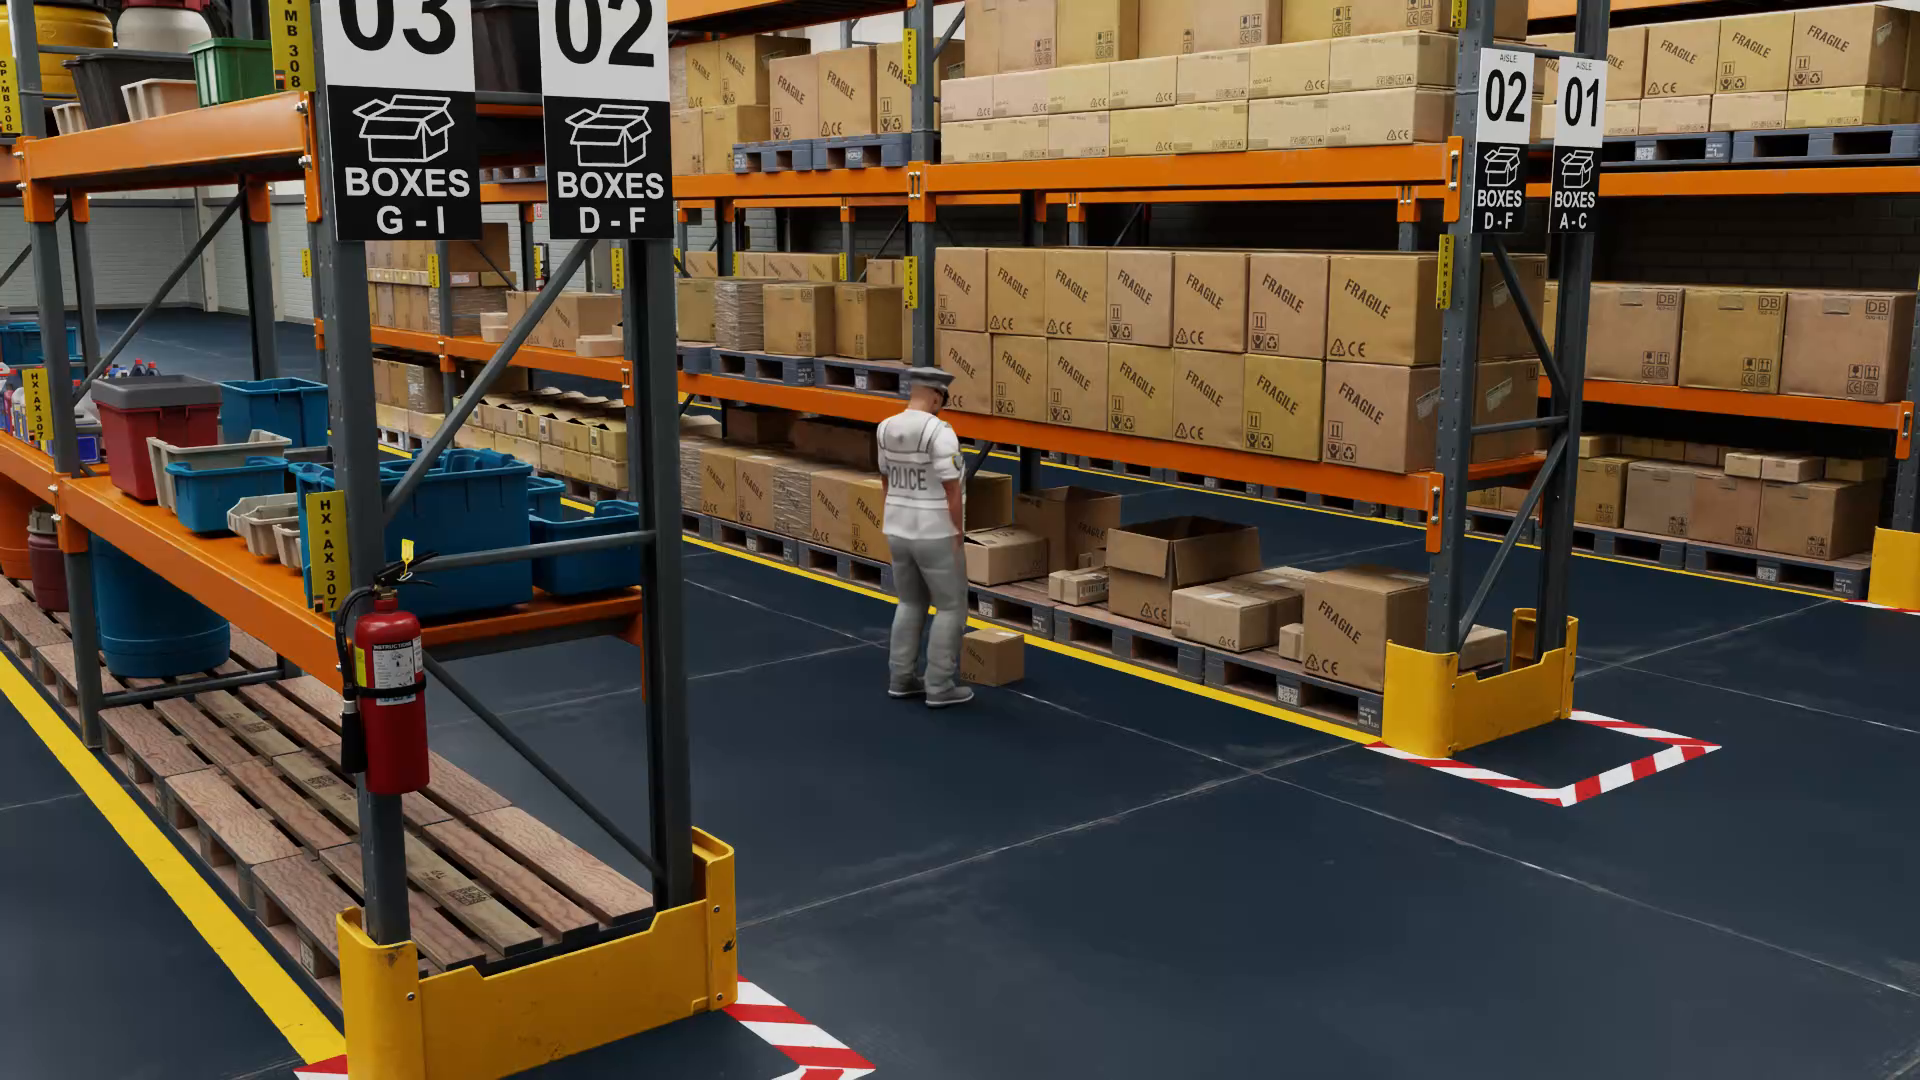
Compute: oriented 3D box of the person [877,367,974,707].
[{"bbox_3d":[-0.191,-0.018,8.576,0.535,1.734,0.388,10,15,42],"label":"person"}]
